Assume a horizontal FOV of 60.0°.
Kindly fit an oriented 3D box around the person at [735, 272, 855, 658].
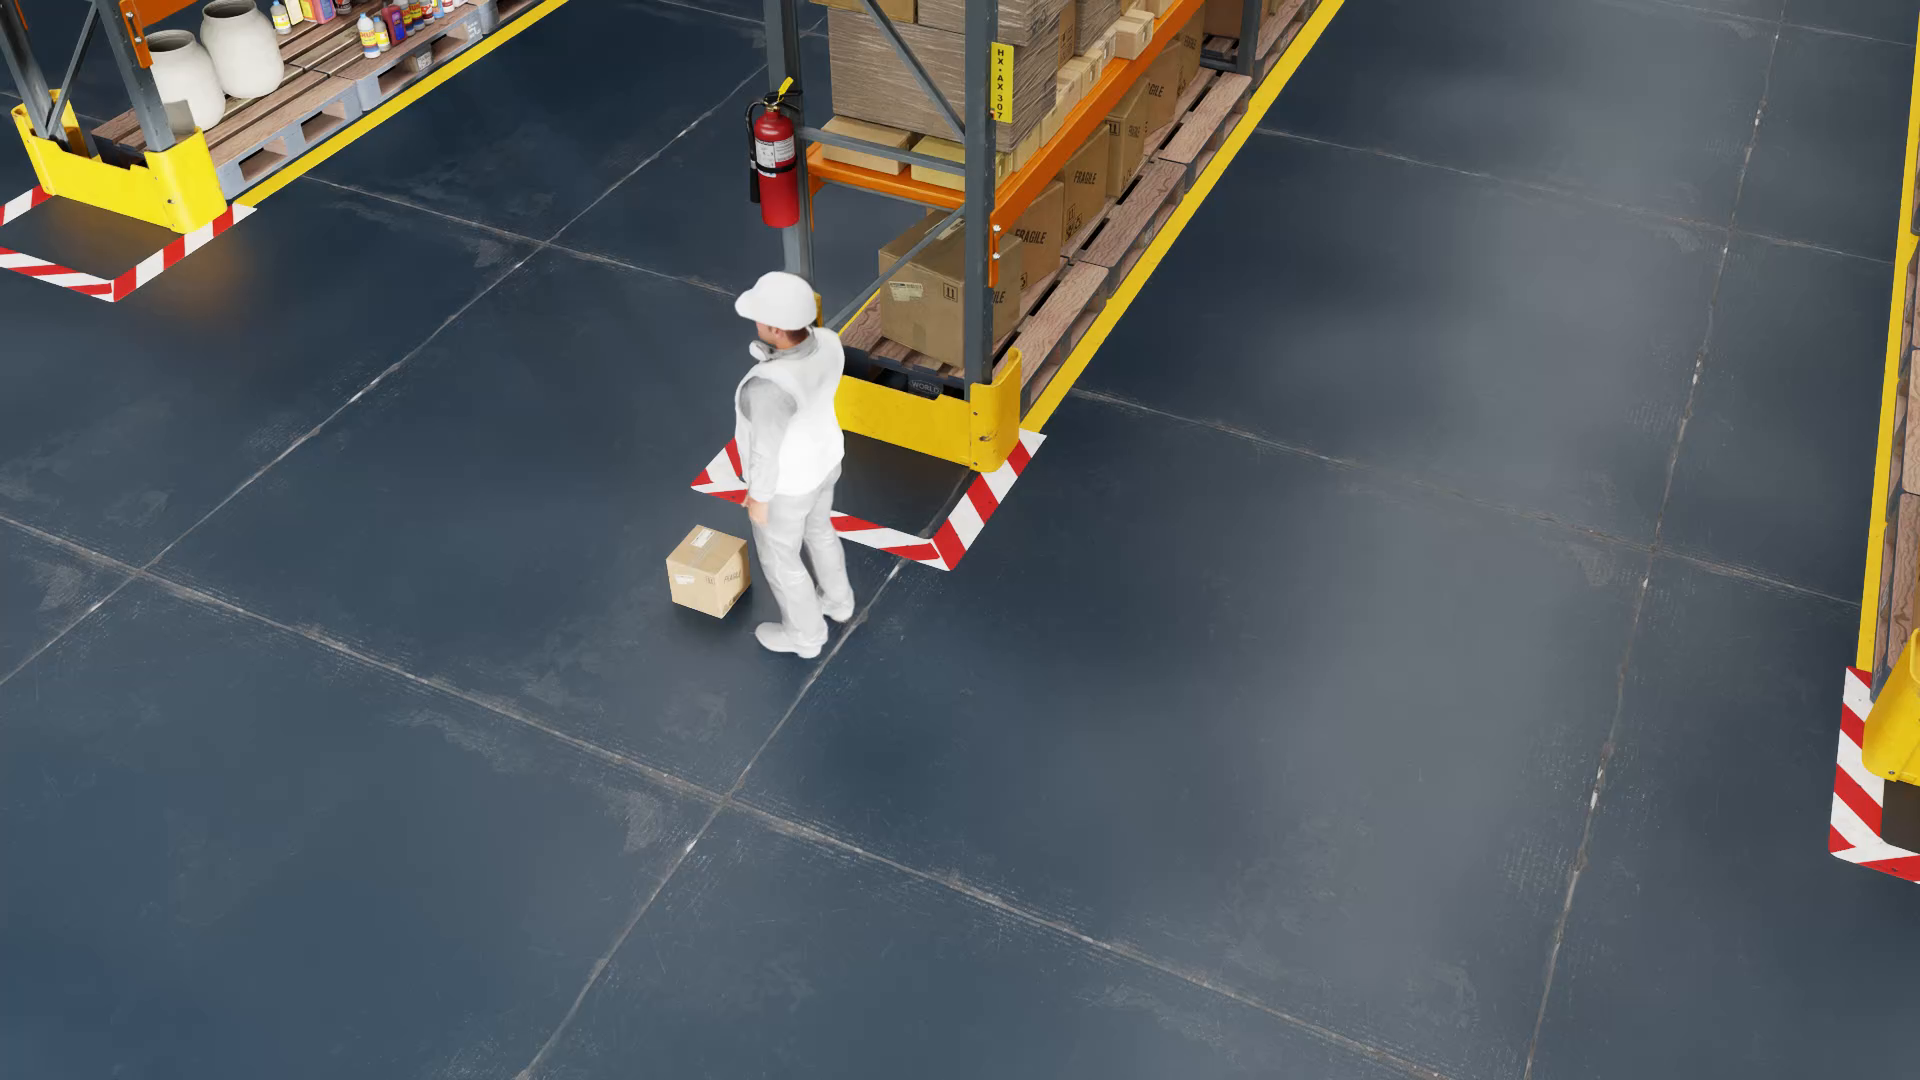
[{"bbox_3d":[-0.658,-0.280,6.461,0.360,1.772,0.532,18,45,19],"label":"person"}]
